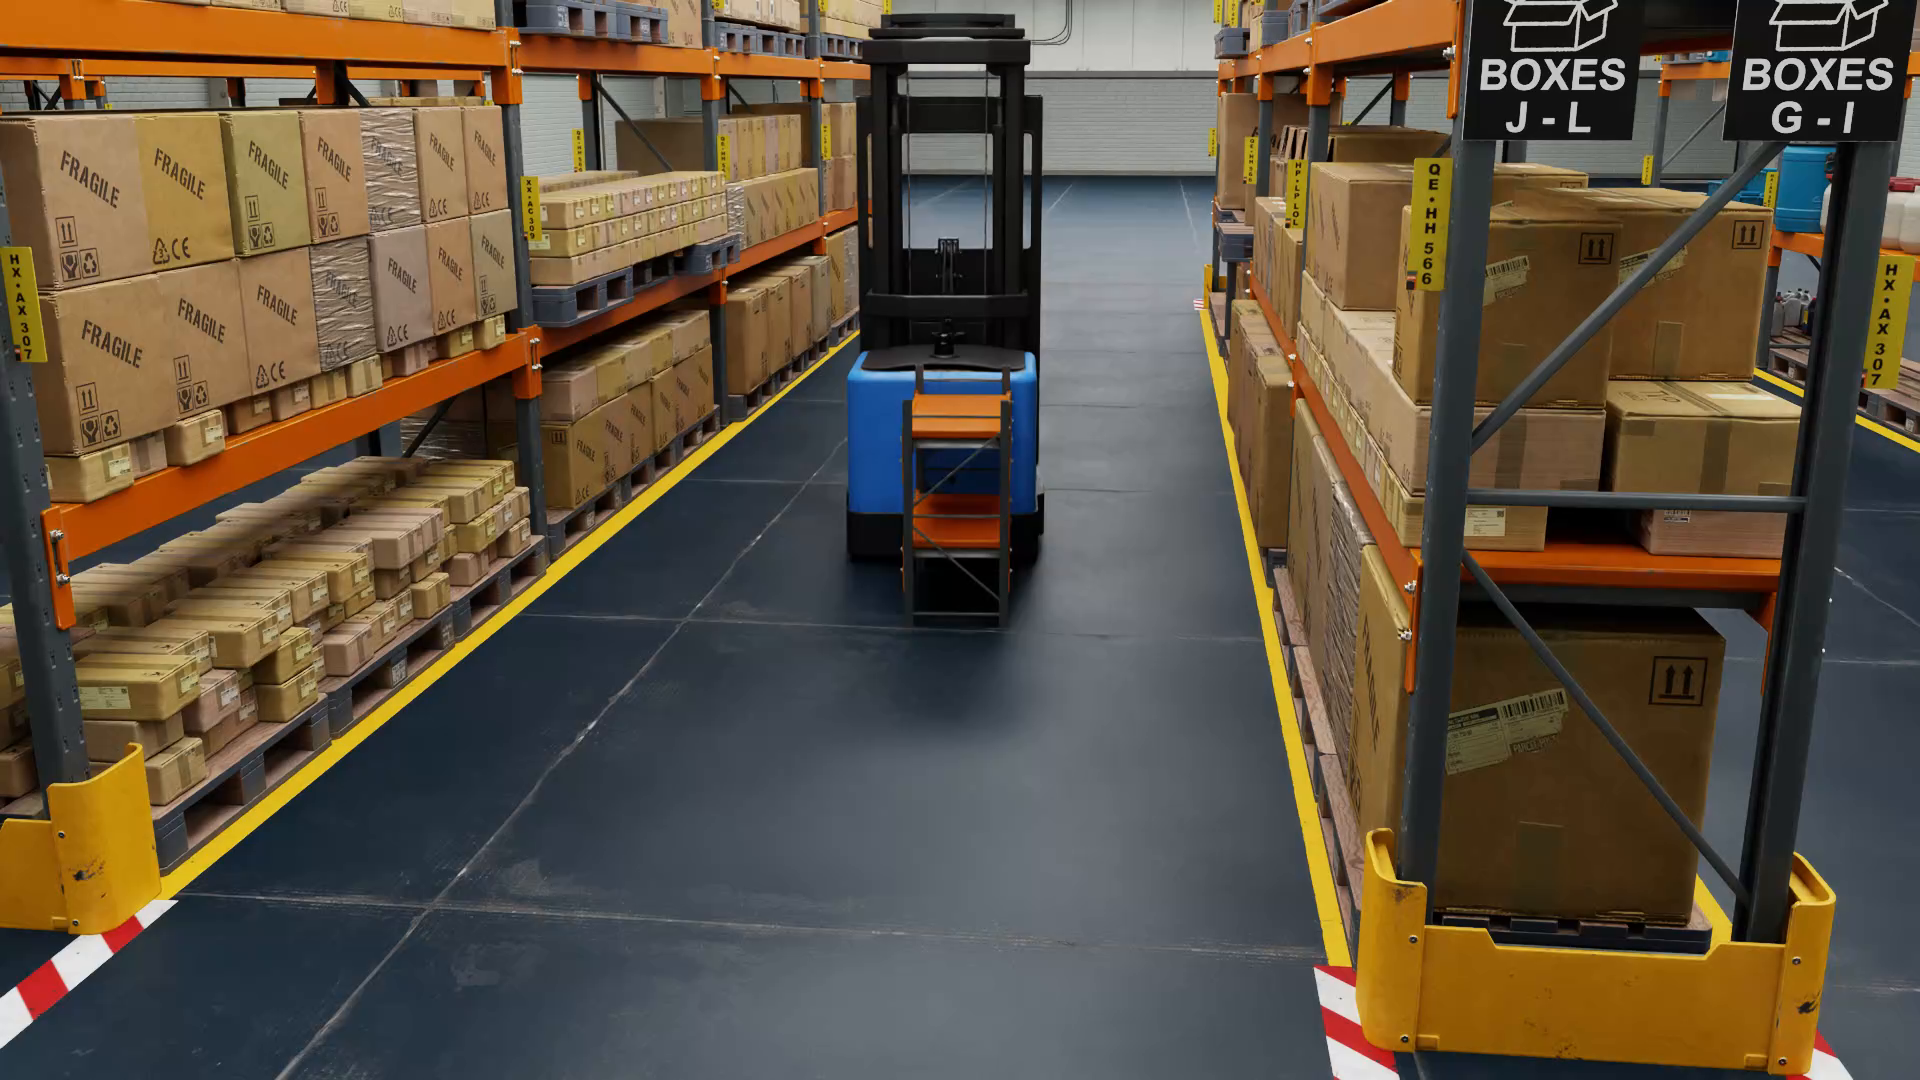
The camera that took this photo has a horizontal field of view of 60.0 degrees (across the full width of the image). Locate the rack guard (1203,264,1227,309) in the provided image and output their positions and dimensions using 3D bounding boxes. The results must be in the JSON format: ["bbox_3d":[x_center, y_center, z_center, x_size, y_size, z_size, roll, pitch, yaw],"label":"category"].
[{"bbox_3d":[3.510,-3.017,19.861,1.175,0.500,0.348,2,15,6],"label":"rack guard"}]

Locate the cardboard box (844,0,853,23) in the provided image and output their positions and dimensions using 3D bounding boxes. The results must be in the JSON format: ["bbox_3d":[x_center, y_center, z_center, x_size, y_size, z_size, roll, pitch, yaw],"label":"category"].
[{"bbox_3d":[-1.405,-5.529,17.336,0.500,0.250,0.500,2,15,6],"label":"cardboard box"}]

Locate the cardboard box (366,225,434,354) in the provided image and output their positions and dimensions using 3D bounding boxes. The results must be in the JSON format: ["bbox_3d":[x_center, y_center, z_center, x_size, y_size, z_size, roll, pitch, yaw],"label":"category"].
[{"bbox_3d":[-2.644,-1.098,7.214,0.500,0.500,0.500,2,15,6],"label":"cardboard box"}]

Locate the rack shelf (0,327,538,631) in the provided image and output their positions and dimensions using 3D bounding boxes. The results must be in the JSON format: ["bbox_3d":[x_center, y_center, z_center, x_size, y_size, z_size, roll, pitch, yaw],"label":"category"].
[{"bbox_3d":[-2.979,-0.437,6.911,1.077,0.370,4.000,2,15,6],"label":"rack shelf"}]

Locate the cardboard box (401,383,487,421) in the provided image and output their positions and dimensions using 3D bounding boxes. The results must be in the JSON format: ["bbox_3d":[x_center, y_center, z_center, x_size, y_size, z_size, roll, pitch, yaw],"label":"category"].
[{"bbox_3d":[-2.920,-0.862,9.651,0.500,0.250,0.500,1,15,5],"label":"cardboard box"}]

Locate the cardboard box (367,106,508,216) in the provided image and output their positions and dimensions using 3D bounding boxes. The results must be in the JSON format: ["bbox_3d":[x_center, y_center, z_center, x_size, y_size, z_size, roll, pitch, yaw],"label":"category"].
[{"bbox_3d":[-2.537,-1.848,8.072,0.500,0.500,0.500,1,15,4],"label":"cardboard box"}]

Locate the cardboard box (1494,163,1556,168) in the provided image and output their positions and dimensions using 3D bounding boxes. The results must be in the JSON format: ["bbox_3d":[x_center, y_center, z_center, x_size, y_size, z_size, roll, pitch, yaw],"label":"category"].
[{"bbox_3d":[2.378,-1.437,7.511,0.500,0.500,0.500,2,15,8],"label":"cardboard box"}]

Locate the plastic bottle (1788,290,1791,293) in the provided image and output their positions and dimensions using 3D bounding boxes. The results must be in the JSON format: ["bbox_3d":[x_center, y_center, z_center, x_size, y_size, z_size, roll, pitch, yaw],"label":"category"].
[{"bbox_3d":[8.673,-2.478,17.442,0.061,0.283,0.133,2,15,8],"label":"plastic bottle"}]

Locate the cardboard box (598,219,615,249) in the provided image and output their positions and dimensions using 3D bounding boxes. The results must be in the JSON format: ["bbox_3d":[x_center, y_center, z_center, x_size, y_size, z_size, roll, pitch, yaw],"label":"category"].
[{"bbox_3d":[-2.195,-1.751,9.498,0.380,0.149,0.250,2,15,8],"label":"cardboard box"}]

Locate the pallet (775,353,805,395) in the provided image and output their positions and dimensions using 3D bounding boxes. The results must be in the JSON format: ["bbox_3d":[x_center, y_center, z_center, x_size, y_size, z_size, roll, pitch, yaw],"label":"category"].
[{"bbox_3d":[-1.997,-1.512,14.851,1.003,0.211,1.213,2,15,6],"label":"pallet"}]

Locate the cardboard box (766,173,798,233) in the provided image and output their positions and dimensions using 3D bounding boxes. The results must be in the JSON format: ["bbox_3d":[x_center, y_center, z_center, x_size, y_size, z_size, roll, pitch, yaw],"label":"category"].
[{"bbox_3d":[-1.757,-3.021,14.896,0.500,0.500,0.500,2,15,7],"label":"cardboard box"}]

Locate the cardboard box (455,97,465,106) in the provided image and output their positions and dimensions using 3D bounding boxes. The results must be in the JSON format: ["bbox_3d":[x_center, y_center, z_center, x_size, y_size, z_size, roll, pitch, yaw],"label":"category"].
[{"bbox_3d":[-6.234,-4.940,19.507,0.700,0.500,0.500,2,15,7],"label":"cardboard box"}]

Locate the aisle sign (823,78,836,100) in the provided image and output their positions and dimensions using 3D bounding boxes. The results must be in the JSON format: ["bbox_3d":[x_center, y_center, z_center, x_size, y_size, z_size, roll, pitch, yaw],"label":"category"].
[{"bbox_3d":[-1.689,-5.698,20.006,0.394,0.787,0.004,2,15,6],"label":"aisle sign"}]

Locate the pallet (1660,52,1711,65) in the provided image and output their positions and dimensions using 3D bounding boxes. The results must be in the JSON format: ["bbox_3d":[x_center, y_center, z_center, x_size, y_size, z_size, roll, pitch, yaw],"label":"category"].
[{"bbox_3d":[8.249,-5.242,17.919,1.003,0.211,1.213,2,15,6],"label":"pallet"}]

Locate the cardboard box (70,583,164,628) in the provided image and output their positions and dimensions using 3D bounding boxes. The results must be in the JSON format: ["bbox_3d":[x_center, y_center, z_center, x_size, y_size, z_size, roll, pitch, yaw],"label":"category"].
[{"bbox_3d":[-3.316,0.276,6.412,0.380,0.149,0.250,1,15,4],"label":"cardboard box"}]

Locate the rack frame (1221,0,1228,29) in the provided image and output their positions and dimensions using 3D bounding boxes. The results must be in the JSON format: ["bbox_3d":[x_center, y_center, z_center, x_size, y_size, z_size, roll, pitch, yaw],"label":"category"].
[{"bbox_3d":[3.518,-7.139,18.825,1.000,3.000,0.127,2,15,6],"label":"rack frame"}]

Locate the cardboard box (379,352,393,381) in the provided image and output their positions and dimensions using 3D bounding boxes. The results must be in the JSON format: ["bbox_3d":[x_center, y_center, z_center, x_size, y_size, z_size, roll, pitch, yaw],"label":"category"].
[{"bbox_3d":[-2.699,-0.761,7.213,0.380,0.149,0.250,1,15,5],"label":"cardboard box"}]

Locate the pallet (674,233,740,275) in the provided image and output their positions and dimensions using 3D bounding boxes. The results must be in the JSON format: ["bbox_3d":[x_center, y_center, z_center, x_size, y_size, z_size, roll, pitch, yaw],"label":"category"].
[{"bbox_3d":[-2.276,-2.060,11.902,1.213,0.211,1.003,2,15,6],"label":"pallet"}]

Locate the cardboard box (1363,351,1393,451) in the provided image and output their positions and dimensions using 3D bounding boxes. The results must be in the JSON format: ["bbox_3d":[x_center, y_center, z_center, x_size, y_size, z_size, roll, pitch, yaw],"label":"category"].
[{"bbox_3d":[1.562,-0.430,5.222,0.500,0.250,0.500,1,15,5],"label":"cardboard box"}]

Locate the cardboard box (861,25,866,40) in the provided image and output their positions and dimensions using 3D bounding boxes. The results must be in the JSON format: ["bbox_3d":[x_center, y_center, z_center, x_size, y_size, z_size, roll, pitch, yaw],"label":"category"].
[{"bbox_3d":[-1.243,-5.568,18.244,0.380,0.149,0.250,2,15,7],"label":"cardboard box"}]

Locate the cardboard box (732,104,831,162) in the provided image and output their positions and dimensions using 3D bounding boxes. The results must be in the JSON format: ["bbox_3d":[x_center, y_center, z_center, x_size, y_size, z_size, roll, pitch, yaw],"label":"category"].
[{"bbox_3d":[-1.774,-4.066,16.598,0.875,0.550,0.550,2,15,6],"label":"cardboard box"}]

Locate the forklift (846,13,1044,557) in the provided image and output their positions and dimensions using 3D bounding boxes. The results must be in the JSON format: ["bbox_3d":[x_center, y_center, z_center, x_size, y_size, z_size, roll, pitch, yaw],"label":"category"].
[{"bbox_3d":[-0.052,-1.651,10.152,1.130,2.935,3.031,0,15,2],"label":"forklift"}]

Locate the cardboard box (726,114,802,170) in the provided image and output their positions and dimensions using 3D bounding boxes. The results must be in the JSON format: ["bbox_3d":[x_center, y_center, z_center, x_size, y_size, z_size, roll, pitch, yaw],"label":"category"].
[{"bbox_3d":[-1.900,-3.780,15.788,0.700,0.500,0.500,1,15,5],"label":"cardboard box"}]

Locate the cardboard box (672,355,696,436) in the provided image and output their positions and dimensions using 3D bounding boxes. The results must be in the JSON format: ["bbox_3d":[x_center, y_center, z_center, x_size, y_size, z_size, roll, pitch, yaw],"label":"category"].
[{"bbox_3d":[-2.178,-1.024,11.686,0.500,0.500,0.500,2,15,9],"label":"cardboard box"}]

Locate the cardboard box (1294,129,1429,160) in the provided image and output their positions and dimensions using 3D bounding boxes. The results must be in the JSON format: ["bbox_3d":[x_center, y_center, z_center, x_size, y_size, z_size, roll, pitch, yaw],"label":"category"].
[{"bbox_3d":[2.371,-2.169,9.822,0.797,0.503,0.637,2,15,8],"label":"cardboard box"}]

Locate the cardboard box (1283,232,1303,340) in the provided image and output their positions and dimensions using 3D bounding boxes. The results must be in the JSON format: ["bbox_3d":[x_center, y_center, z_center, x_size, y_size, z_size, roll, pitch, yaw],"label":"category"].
[{"bbox_3d":[1.945,-1.309,8.563,0.500,0.500,0.500,2,15,6],"label":"cardboard box"}]

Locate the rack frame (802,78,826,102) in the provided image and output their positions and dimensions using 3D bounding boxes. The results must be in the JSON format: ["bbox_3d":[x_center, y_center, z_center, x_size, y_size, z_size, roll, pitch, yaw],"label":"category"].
[{"bbox_3d":[-1.399,-4.416,20.245,1.000,3.000,0.127,2,15,6],"label":"rack frame"}]

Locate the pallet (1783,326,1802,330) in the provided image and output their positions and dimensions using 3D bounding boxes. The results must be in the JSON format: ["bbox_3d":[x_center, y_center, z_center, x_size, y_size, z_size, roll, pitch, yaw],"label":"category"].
[{"bbox_3d":[8.240,-2.204,17.409,1.003,0.211,1.213,2,15,6],"label":"pallet"}]

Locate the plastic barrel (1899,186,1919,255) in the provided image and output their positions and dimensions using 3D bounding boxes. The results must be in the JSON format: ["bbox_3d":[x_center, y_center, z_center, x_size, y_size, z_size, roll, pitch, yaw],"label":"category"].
[{"bbox_3d":[7.488,-2.459,12.794,0.421,0.512,0.421,0,15,0],"label":"plastic barrel"}]

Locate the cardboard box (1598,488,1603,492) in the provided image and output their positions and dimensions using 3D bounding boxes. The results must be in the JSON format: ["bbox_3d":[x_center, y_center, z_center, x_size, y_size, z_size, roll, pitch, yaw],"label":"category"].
[{"bbox_3d":[2.137,-0.188,5.090,0.380,0.149,0.250,1,15,5],"label":"cardboard box"}]

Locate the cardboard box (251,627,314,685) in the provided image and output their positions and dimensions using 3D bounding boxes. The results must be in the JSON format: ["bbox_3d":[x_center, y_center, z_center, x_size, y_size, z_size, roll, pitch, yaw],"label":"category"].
[{"bbox_3d":[-2.727,0.437,6.387,0.380,0.149,0.250,2,15,8],"label":"cardboard box"}]

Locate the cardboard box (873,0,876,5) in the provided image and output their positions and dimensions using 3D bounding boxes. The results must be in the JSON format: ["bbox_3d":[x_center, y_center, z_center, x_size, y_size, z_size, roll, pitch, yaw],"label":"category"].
[{"bbox_3d":[-1.158,-6.150,18.869,0.380,0.149,0.250,2,15,7],"label":"cardboard box"}]

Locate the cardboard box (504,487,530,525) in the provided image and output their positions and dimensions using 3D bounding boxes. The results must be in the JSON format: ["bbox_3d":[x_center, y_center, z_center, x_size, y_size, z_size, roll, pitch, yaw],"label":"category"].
[{"bbox_3d":[-2.473,-0.182,8.677,0.380,0.149,0.250,2,15,7],"label":"cardboard box"}]

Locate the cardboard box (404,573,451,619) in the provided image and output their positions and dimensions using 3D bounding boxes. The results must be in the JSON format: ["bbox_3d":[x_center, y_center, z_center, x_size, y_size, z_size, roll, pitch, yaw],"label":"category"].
[{"bbox_3d":[-2.575,0.250,7.646,0.380,0.149,0.250,2,15,6],"label":"cardboard box"}]

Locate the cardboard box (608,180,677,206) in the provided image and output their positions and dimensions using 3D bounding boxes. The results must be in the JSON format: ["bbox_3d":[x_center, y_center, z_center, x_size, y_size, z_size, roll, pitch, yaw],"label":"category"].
[{"bbox_3d":[-2.049,-2.233,10.712,0.380,0.149,0.250,2,15,9],"label":"cardboard box"}]

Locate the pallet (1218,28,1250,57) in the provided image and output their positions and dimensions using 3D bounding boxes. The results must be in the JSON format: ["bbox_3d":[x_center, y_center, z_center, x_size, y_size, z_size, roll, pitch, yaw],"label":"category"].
[{"bbox_3d":[2.777,-4.137,13.829,1.213,0.211,1.003,2,15,6],"label":"pallet"}]

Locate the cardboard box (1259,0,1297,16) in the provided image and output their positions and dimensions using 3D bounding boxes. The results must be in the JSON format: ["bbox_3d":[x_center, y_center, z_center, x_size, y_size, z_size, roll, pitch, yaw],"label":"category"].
[{"bbox_3d":[2.421,-4.037,11.950,0.500,0.500,0.500,2,15,8],"label":"cardboard box"}]

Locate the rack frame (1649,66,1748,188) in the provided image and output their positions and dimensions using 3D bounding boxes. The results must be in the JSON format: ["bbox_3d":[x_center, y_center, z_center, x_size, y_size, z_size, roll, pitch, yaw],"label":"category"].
[{"bbox_3d":[8.439,-4.097,19.068,1.000,3.000,0.127,2,15,6],"label":"rack frame"}]

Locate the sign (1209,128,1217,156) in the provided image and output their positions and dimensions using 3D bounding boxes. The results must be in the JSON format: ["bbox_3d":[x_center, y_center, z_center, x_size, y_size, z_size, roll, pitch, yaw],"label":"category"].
[{"bbox_3d":[2.979,-4.677,19.554,0.100,0.325,0.005,2,15,6],"label":"sign"}]

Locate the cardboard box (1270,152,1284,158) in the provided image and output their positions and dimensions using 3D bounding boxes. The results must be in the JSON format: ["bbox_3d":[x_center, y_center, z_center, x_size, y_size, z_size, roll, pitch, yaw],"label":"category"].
[{"bbox_3d":[2.963,-3.006,14.030,0.797,0.503,0.637,3,15,12],"label":"cardboard box"}]

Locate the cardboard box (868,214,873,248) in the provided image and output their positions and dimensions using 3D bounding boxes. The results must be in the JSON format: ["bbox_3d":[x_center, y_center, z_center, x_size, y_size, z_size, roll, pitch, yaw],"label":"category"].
[{"bbox_3d":[-1.410,-3.415,19.810,0.875,0.875,0.875,2,15,7],"label":"cardboard box"}]

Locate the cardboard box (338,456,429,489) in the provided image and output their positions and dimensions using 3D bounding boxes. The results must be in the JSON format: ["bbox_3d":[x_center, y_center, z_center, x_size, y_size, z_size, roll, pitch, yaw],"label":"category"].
[{"bbox_3d":[-2.998,-0.334,8.667,0.380,0.149,0.250,2,15,9],"label":"cardboard box"}]

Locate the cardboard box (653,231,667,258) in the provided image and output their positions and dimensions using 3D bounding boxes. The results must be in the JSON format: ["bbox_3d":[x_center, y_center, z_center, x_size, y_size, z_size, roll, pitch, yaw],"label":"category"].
[{"bbox_3d":[-2.078,-1.877,10.535,0.380,0.149,0.250,1,15,4],"label":"cardboard box"}]

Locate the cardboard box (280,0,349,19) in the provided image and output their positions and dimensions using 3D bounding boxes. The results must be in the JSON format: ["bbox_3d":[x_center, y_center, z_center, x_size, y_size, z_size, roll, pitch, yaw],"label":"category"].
[{"bbox_3d":[-2.722,-2.154,6.423,0.500,0.250,0.500,2,15,6],"label":"cardboard box"}]

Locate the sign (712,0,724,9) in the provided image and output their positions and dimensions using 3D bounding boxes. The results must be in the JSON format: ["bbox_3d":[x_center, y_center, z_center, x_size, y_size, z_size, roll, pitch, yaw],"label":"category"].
[{"bbox_3d":[-1.763,-4.022,12.052,0.100,0.325,0.005,2,15,6],"label":"sign"}]

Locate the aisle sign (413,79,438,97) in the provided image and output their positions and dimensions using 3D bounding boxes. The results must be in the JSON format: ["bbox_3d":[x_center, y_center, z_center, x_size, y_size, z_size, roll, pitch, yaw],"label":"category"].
[{"bbox_3d":[-6.630,-5.815,20.441,0.394,0.787,0.004,2,15,6],"label":"aisle sign"}]

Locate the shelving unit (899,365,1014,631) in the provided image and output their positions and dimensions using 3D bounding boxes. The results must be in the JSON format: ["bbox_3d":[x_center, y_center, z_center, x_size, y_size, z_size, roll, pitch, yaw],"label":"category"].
[{"bbox_3d":[-0.002,-0.242,8.403,0.538,1.125,1.048,0,15,2],"label":"shelving unit"}]

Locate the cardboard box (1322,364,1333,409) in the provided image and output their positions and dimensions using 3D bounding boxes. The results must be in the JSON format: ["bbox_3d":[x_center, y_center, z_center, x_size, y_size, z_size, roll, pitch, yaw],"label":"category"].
[{"bbox_3d":[1.654,-0.607,6.640,0.380,0.149,0.250,2,15,7],"label":"cardboard box"}]

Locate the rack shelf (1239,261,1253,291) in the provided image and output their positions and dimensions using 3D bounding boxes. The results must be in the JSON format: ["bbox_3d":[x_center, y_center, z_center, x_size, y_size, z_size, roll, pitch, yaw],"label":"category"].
[{"bbox_3d":[2.841,-2.340,13.947,1.077,0.370,4.000,2,15,6],"label":"rack shelf"}]

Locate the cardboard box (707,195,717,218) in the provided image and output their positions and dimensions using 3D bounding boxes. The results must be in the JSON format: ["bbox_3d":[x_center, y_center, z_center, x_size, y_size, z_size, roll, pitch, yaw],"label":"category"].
[{"bbox_3d":[-1.933,-2.355,11.731,0.380,0.149,0.250,2,15,8],"label":"cardboard box"}]

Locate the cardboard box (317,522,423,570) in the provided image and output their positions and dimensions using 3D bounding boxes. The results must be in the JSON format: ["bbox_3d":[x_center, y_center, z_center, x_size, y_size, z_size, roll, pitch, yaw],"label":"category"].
[{"bbox_3d":[-2.609,0.023,7.346,0.380,0.149,0.250,1,15,4],"label":"cardboard box"}]

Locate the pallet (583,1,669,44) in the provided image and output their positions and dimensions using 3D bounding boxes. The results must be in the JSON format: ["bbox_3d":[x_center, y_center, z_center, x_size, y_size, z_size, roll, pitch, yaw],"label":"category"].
[{"bbox_3d":[-2.463,-3.087,9.944,1.213,0.211,1.003,2,15,6],"label":"pallet"}]

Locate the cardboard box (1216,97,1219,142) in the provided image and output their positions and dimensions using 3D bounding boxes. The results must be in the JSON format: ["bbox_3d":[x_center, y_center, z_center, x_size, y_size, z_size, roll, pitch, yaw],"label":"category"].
[{"bbox_3d":[3.185,-4.783,18.928,0.500,0.500,0.500,2,15,6],"label":"cardboard box"}]

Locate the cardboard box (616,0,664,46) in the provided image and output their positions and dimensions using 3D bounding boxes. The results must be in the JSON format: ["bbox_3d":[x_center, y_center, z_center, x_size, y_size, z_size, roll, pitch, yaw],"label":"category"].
[{"bbox_3d":[-2.217,-3.422,10.632,0.500,0.500,0.500,2,15,6],"label":"cardboard box"}]

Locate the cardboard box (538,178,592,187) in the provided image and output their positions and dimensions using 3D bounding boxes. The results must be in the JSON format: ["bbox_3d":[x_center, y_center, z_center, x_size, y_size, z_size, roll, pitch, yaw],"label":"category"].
[{"bbox_3d":[-2.665,-2.323,11.043,0.380,0.149,0.250,2,15,9],"label":"cardboard box"}]
